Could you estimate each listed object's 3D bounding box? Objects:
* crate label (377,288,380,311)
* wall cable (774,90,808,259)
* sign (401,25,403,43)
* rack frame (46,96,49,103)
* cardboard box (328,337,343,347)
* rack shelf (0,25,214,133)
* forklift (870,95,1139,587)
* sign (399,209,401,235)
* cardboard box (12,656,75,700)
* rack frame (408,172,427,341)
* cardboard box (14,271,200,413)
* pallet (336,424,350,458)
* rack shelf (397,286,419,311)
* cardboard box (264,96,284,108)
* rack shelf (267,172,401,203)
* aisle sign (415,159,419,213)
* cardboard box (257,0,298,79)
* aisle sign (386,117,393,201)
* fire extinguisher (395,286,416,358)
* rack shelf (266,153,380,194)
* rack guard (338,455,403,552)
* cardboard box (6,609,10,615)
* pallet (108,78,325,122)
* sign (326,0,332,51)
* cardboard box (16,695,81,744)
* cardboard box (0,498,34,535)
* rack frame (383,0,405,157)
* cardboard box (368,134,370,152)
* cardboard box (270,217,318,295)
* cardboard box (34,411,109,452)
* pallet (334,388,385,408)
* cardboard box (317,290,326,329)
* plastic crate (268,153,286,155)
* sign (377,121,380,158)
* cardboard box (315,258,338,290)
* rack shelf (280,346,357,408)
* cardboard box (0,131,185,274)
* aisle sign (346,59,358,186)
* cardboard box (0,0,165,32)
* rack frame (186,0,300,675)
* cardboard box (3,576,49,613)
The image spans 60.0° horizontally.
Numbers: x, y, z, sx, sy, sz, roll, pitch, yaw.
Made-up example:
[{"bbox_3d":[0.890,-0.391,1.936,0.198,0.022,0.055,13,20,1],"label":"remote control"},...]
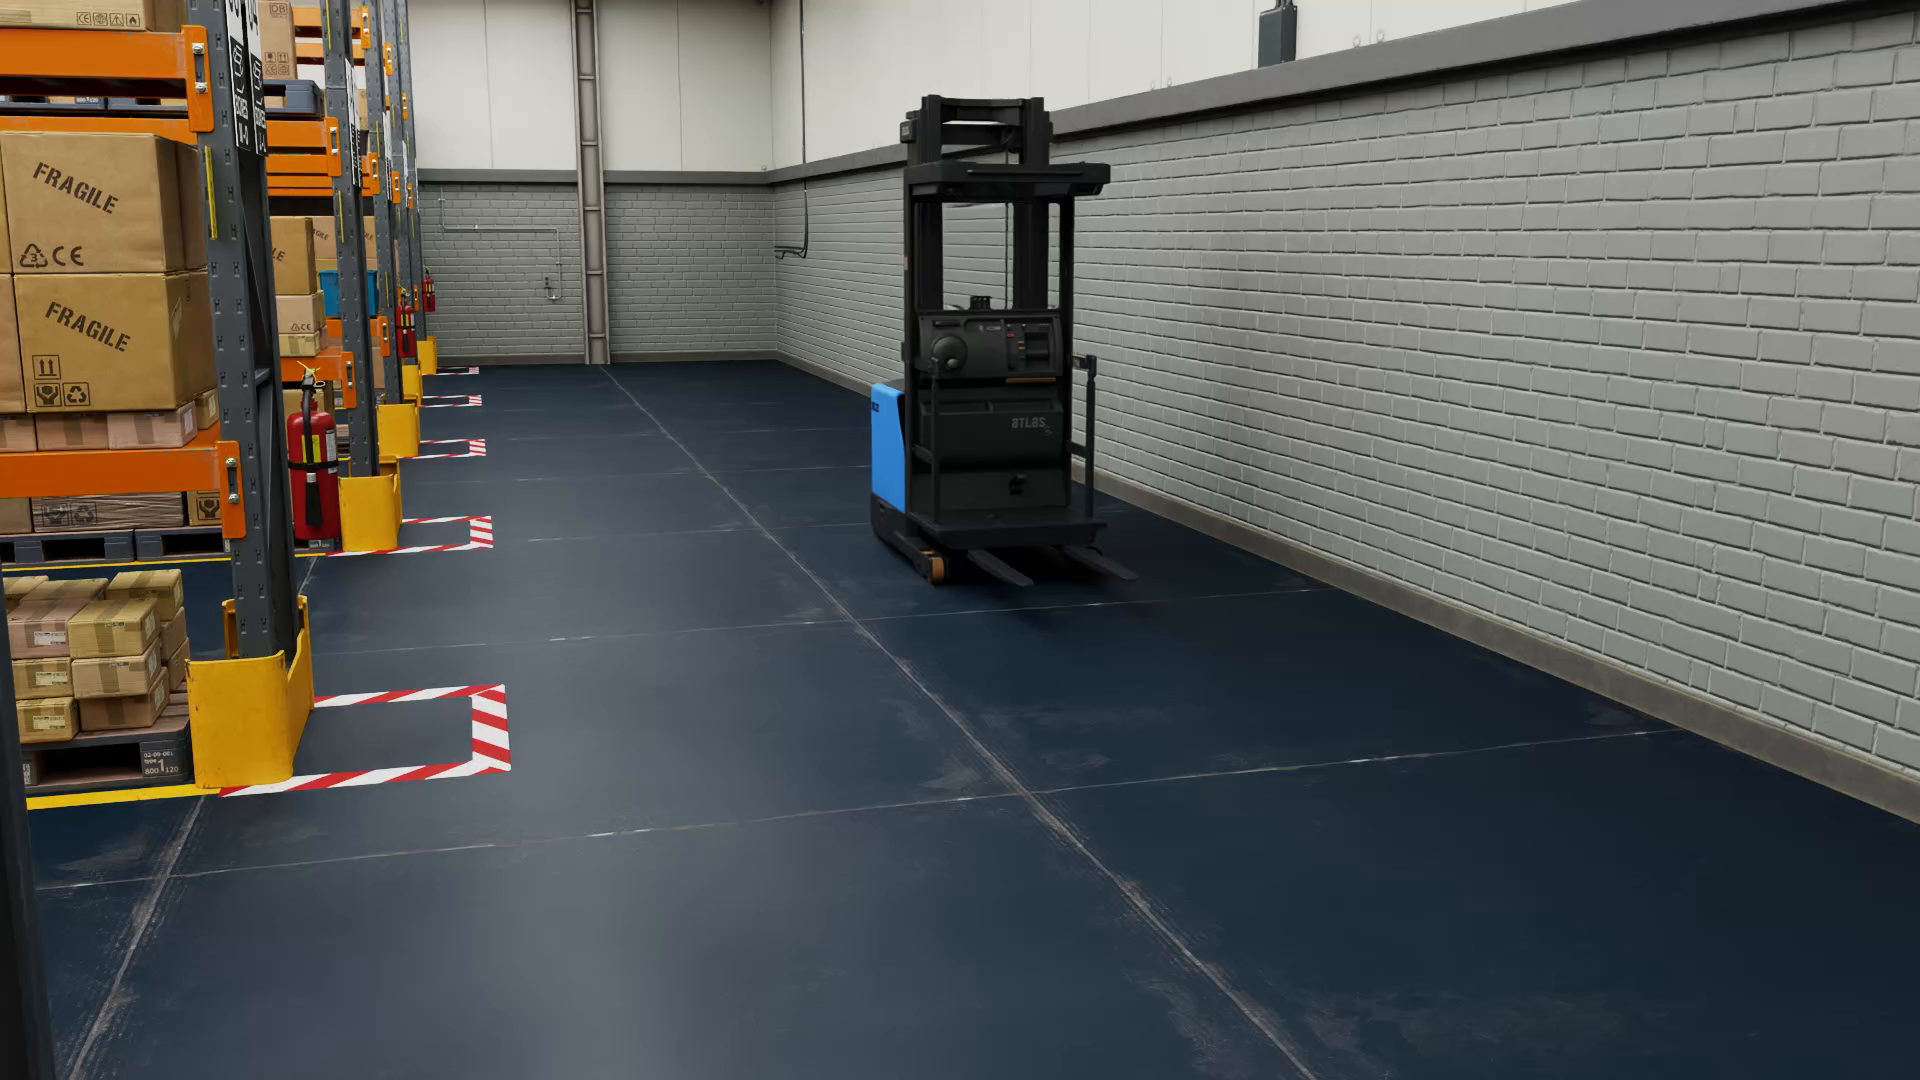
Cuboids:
[{"bbox_3d":[-5.855,-2.353,16.339,0.303,0.233,0.416,-3,11,-16],"label":"crate label"},{"bbox_3d":[-2.765,-5.730,26.396,0.112,2.526,3.097,-3,11,-16],"label":"wall cable"},{"bbox_3d":[-8.157,-7.437,24.290,0.005,0.325,0.100,-3,11,-16],"label":"sign"},{"bbox_3d":[-10.748,-5.970,19.122,0.127,3.000,1.000,-3,11,-16],"label":"rack frame"},{"bbox_3d":[-9.420,-2.982,25.205,0.500,0.500,0.700,-3,11,-16],"label":"cardboard box"},{"bbox_3d":[-4.773,-1.653,5.941,4.000,0.370,1.077,-3,11,-16],"label":"rack shelf"},{"bbox_3d":[0.255,-1.256,10.272,1.130,2.935,3.031,-3,11,-15],"label":"forklift"},{"bbox_3d":[-6.771,-3.850,20.101,0.005,0.325,0.100,-3,11,-16],"label":"sign"},{"bbox_3d":[-3.546,0.497,6.455,0.250,0.149,0.380,-3,11,-17],"label":"cardboard box"},{"bbox_3d":[-8.295,-4.083,25.441,0.127,3.000,1.000,-3,11,-16],"label":"rack frame"},{"bbox_3d":[-3.212,-0.761,6.295,0.500,0.500,0.500,-3,11,-15],"label":"cardboard box"},{"bbox_3d":[-6.329,-0.955,16.148,1.213,0.211,1.003,-3,11,-16],"label":"pallet"},{"bbox_3d":[-10.216,-3.628,24.956,4.000,0.370,1.077,-3,11,-16],"label":"rack shelf"},{"bbox_3d":[-8.350,-5.155,19.940,0.500,0.500,0.700,-3,11,-16],"label":"cardboard box"},{"bbox_3d":[-8.828,-4.242,20.008,4.000,0.370,1.077,-3,11,-16],"label":"rack shelf"},{"bbox_3d":[-8.142,-5.313,24.942,0.004,0.787,0.394,-3,11,-16],"label":"aisle sign"},{"bbox_3d":[-4.626,-3.244,10.888,0.500,0.500,0.700,-4,11,-19],"label":"cardboard box"},{"bbox_3d":[-5.540,-3.695,16.151,0.004,0.787,0.394,-3,11,-16],"label":"aisle sign"},{"bbox_3d":[-5.255,-2.068,15.739,0.183,0.674,0.296,-3,11,-16],"label":"fire extinguisher"},{"bbox_3d":[-7.447,-3.381,15.330,4.000,0.370,1.077,-3,11,-16],"label":"rack shelf"},{"bbox_3d":[-4.119,-0.272,11.642,0.348,0.500,1.175,-3,11,-16],"label":"rack guard"},{"bbox_3d":[-3.761,0.379,6.273,0.250,0.149,0.380,-3,11,-17],"label":"cardboard box"},{"bbox_3d":[-4.851,-2.892,10.932,1.213,0.211,1.003,-3,11,-16],"label":"pallet"},{"bbox_3d":[-4.004,-3.277,10.548,0.005,0.325,0.100,-3,11,-16],"label":"sign"},{"bbox_3d":[-3.518,0.657,6.410,0.250,0.149,0.380,-3,11,-14],"label":"cardboard box"},{"bbox_3d":[-6.462,-0.524,10.817,0.875,0.875,0.875,-3,11,-16],"label":"cardboard box"},{"bbox_3d":[-6.907,-6.173,20.221,0.127,3.000,1.000,-3,11,-16],"label":"rack frame"},{"bbox_3d":[-7.329,-4.799,20.079,0.500,0.250,0.500,-3,11,-16],"label":"cardboard box"},{"bbox_3d":[-4.536,-1.871,10.946,0.500,0.500,0.500,-3,11,-15],"label":"cardboard box"},{"bbox_3d":[-3.336,-0.437,6.331,0.250,0.149,0.380,-3,11,-16],"label":"cardboard box"},{"bbox_3d":[-7.745,-1.806,20.776,1.213,0.211,1.003,-3,11,-16],"label":"pallet"},{"bbox_3d":[-4.678,-1.595,11.519,0.500,0.250,0.500,-3,11,-17],"label":"cardboard box"},{"bbox_3d":[-6.394,-3.632,15.293,0.336,0.188,0.450,-3,11,-16],"label":"plastic crate"},{"bbox_3d":[-5.357,-3.690,15.309,0.005,0.325,0.100,-3,11,-16],"label":"sign"},{"bbox_3d":[-7.758,-3.174,20.229,0.500,0.500,0.500,-3,11,-15],"label":"cardboard box"},{"bbox_3d":[-6.062,-1.045,10.924,4.000,0.370,1.077,-3,11,-16],"label":"rack shelf"},{"bbox_3d":[-3.223,-1.253,6.210,0.500,0.500,0.500,-3,11,-17],"label":"cardboard box"},{"bbox_3d":[-3.989,-2.730,10.910,0.004,0.787,0.394,-3,11,-16],"label":"aisle sign"},{"bbox_3d":[-3.215,-1.965,6.065,0.500,0.250,0.500,-3,11,-17],"label":"cardboard box"},{"bbox_3d":[-2.853,-0.633,6.698,0.127,3.000,1.000,-3,11,-16],"label":"rack frame"},{"bbox_3d":[-3.959,0.263,6.903,0.250,0.149,0.380,-3,11,-16],"label":"cardboard box"}]
